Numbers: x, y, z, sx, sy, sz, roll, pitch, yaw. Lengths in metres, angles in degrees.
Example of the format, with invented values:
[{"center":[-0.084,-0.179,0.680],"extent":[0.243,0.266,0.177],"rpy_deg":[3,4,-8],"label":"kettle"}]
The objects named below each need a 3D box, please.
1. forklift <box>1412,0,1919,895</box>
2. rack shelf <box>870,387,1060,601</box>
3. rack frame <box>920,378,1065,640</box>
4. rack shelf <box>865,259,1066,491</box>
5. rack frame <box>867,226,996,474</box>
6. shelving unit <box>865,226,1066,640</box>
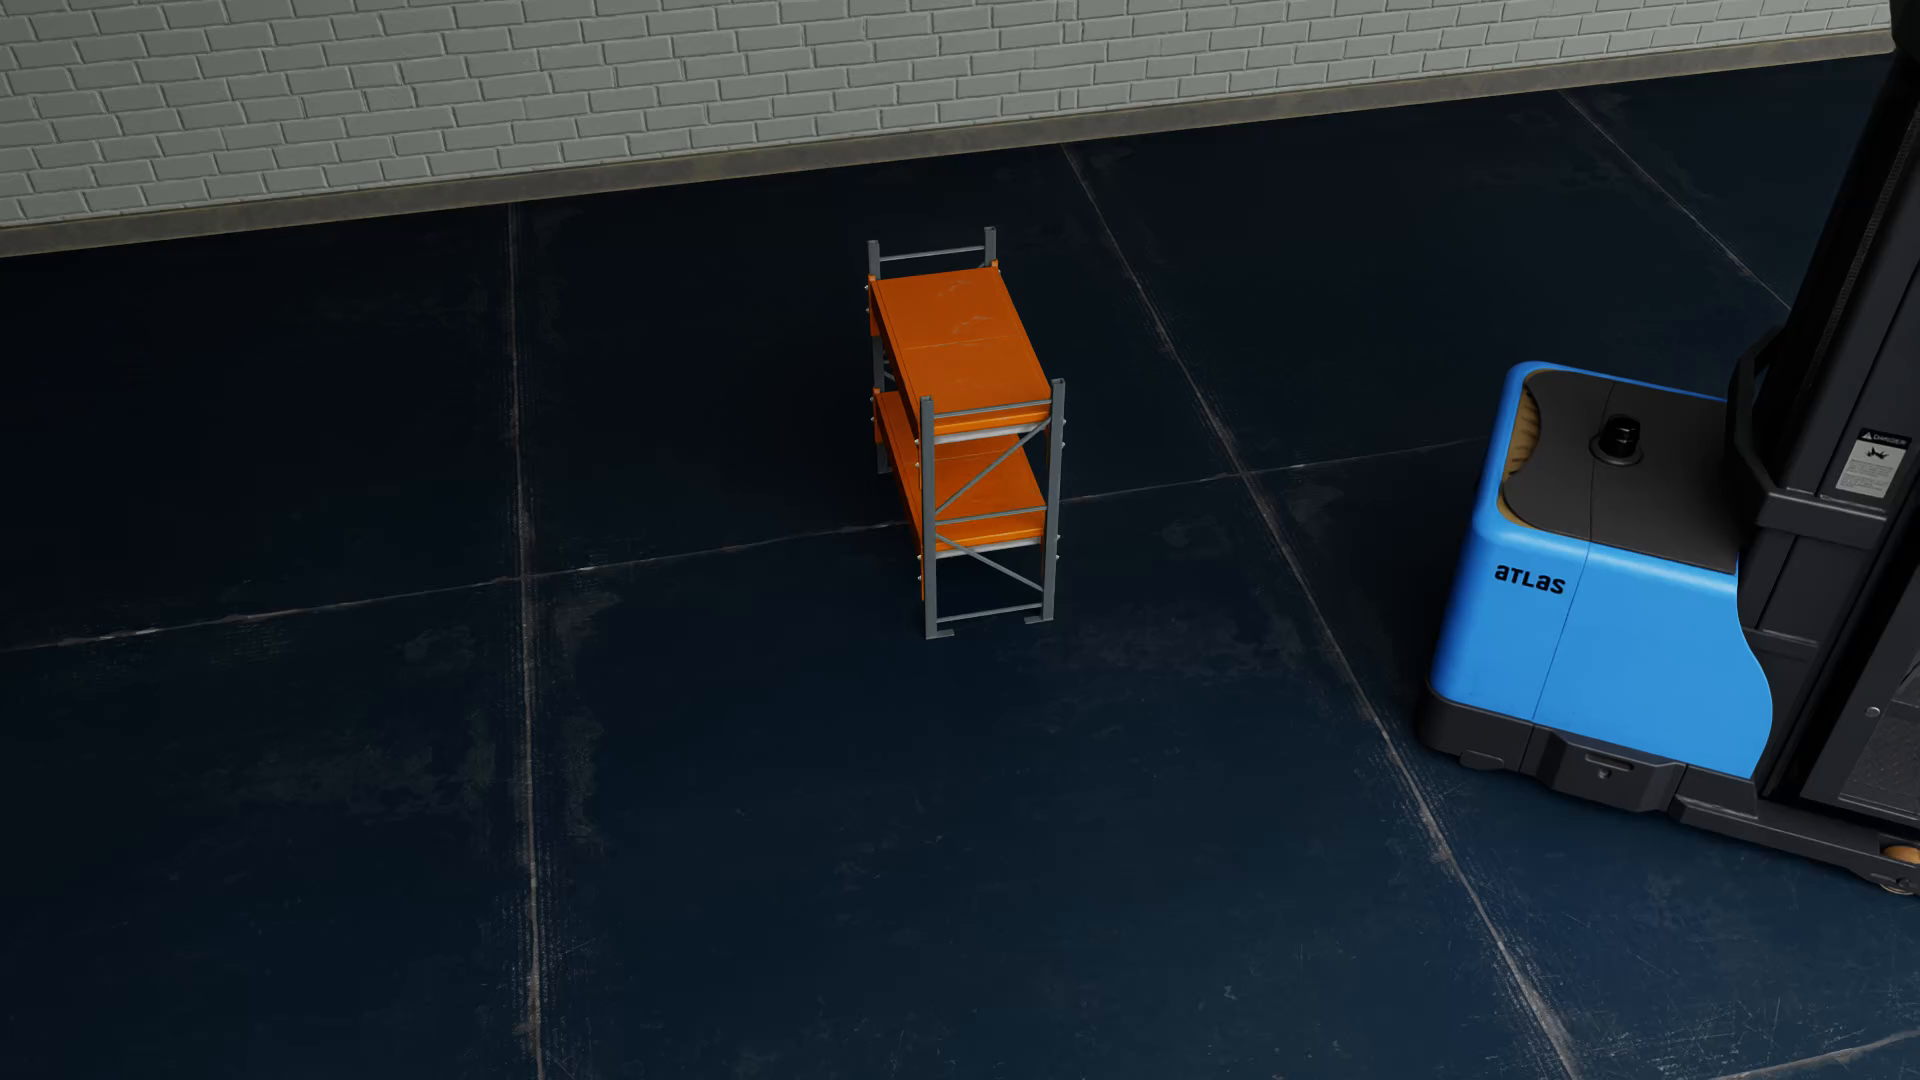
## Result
[{"center":[3.174,-0.292,4.871],"extent":[3.031,2.935,1.130],"rpy_deg":[14,44,16],"label":"forklift"},{"center":[0.001,-0.233,6.534],"extent":[0.538,0.278,1.000],"rpy_deg":[-8,42,-9],"label":"rack shelf"},{"center":[0.111,-0.087,6.000],"extent":[0.500,1.125,0.032],"rpy_deg":[-8,42,-9],"label":"rack frame"},{"center":[0.001,-0.635,6.177],"extent":[0.538,0.278,1.000],"rpy_deg":[-8,42,-9],"label":"rack shelf"},{"center":[-0.108,-0.746,6.743],"extent":[0.500,1.125,0.032],"rpy_deg":[-8,42,-9],"label":"rack frame"},{"center":[0.001,-0.416,6.372],"extent":[0.538,1.125,1.048],"rpy_deg":[-8,42,-9],"label":"shelving unit"}]
